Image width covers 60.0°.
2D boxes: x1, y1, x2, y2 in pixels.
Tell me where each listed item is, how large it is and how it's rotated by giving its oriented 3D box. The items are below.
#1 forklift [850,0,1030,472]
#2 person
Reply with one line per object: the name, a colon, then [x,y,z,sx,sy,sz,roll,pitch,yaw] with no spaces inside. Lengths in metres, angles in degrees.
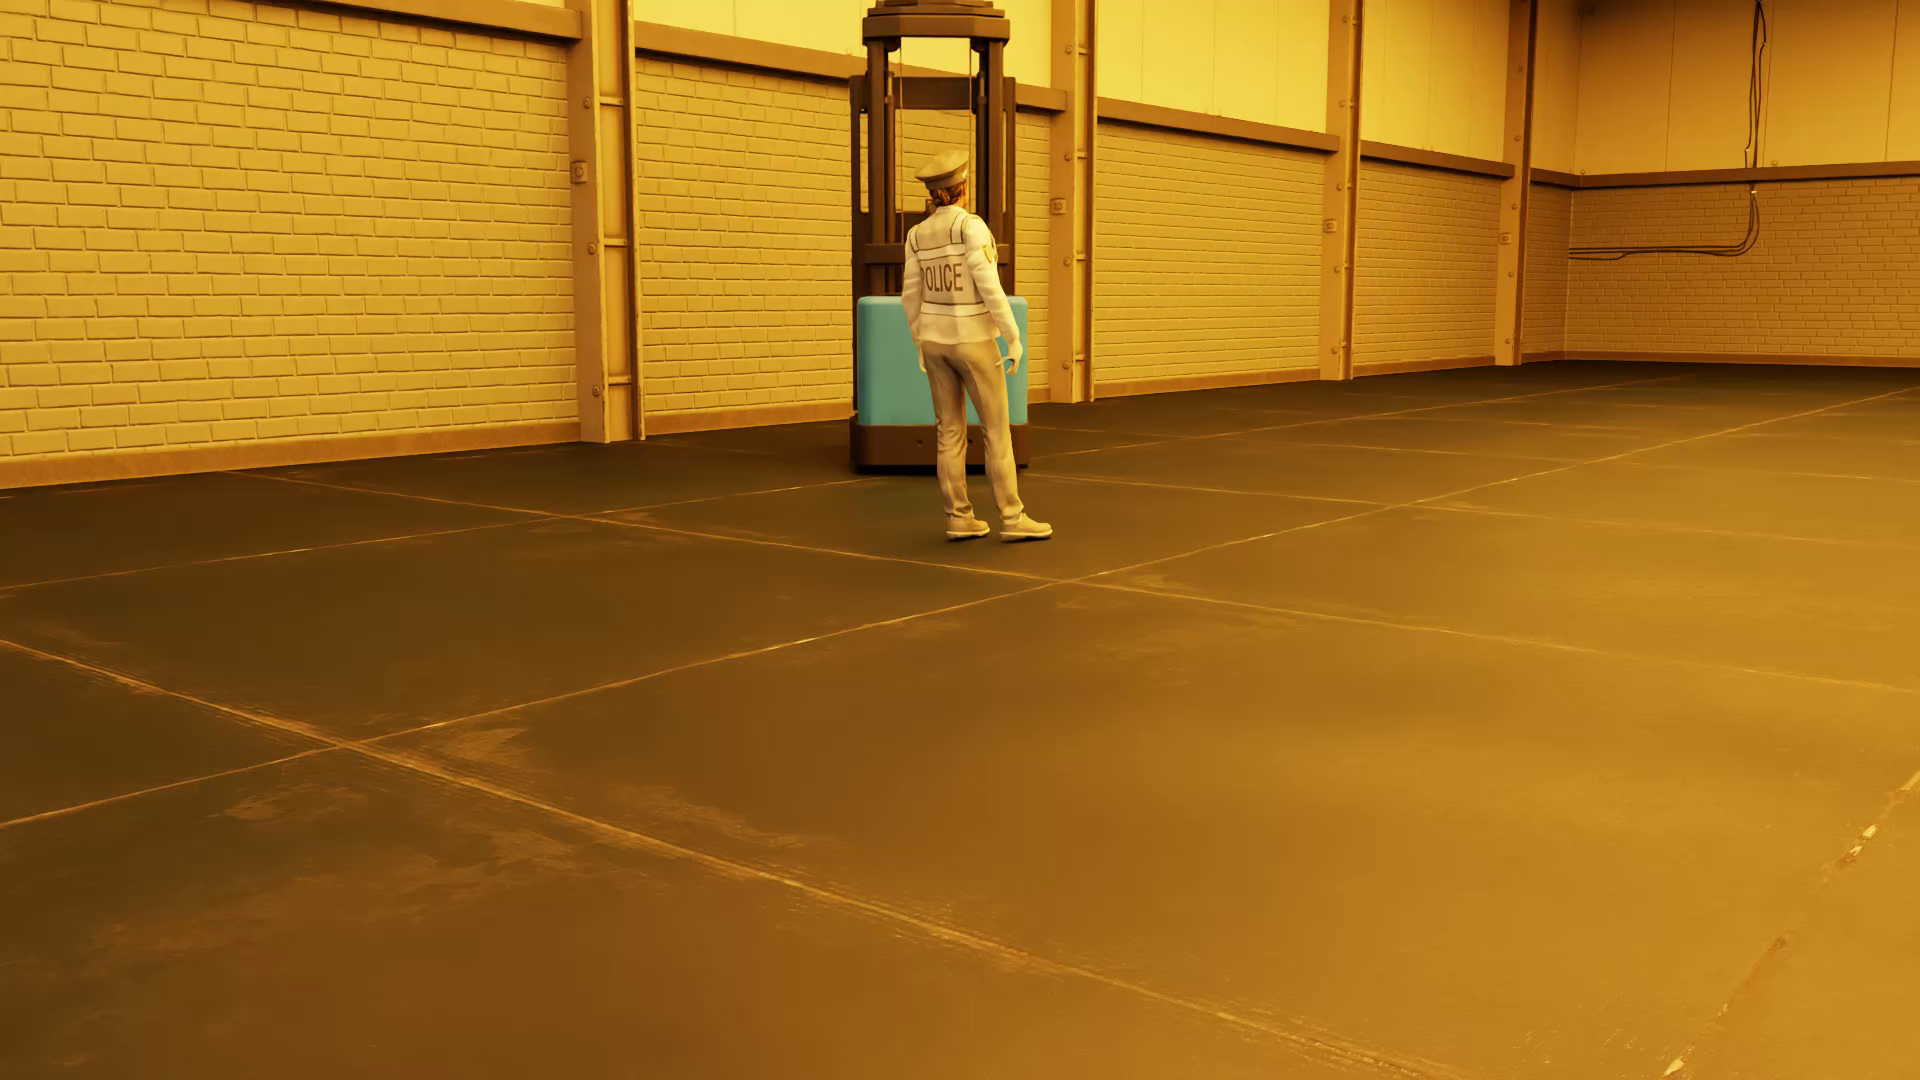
forklift: [-0.193,-2.046,11.266,1.130,2.935,3.031,-1,8,-4]
person: [0.048,-0.852,7.330,0.587,1.695,0.531,7,11,38]
